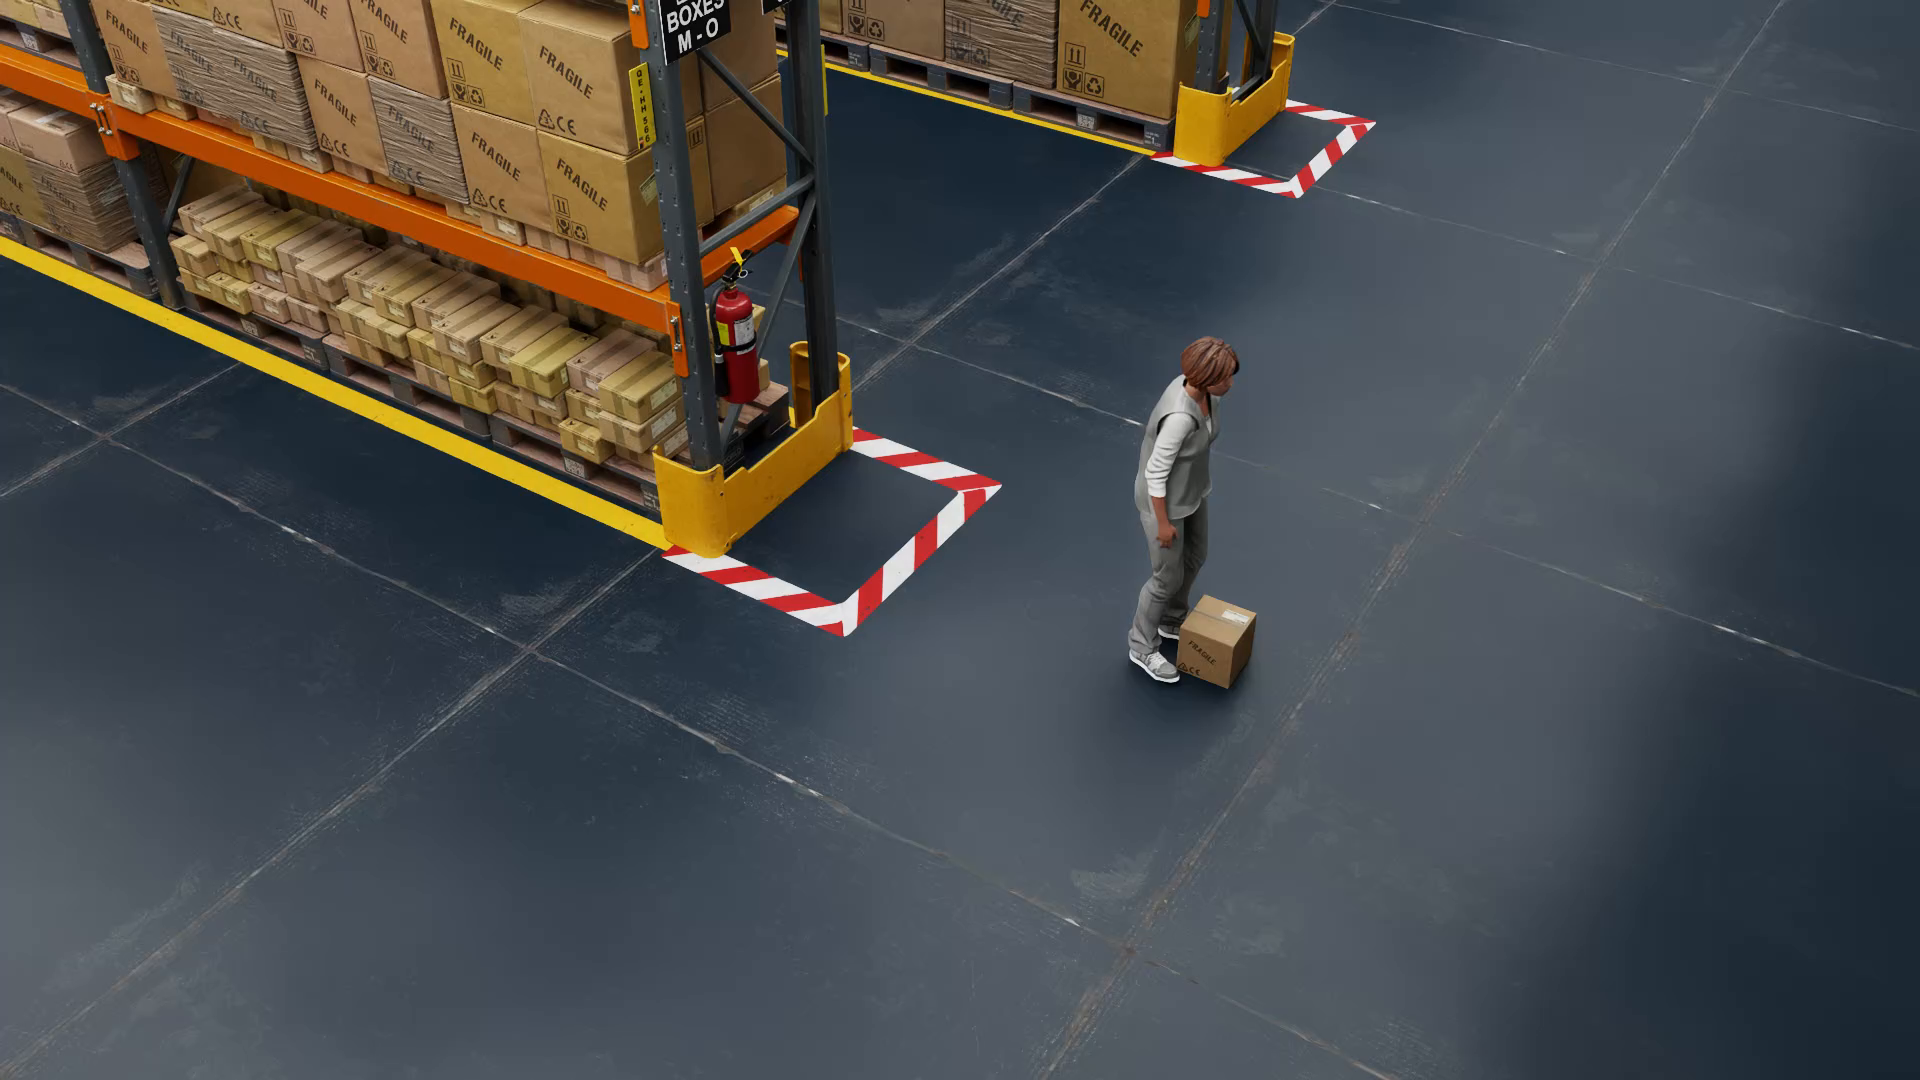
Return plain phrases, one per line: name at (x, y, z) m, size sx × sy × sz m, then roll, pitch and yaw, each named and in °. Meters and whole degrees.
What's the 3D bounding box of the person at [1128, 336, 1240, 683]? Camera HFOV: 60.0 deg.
person at (0.917, -0.151, 6.875) m, size 0.376 × 1.590 × 0.467 m, roll 20°, pitch 43°, yaw 23°
